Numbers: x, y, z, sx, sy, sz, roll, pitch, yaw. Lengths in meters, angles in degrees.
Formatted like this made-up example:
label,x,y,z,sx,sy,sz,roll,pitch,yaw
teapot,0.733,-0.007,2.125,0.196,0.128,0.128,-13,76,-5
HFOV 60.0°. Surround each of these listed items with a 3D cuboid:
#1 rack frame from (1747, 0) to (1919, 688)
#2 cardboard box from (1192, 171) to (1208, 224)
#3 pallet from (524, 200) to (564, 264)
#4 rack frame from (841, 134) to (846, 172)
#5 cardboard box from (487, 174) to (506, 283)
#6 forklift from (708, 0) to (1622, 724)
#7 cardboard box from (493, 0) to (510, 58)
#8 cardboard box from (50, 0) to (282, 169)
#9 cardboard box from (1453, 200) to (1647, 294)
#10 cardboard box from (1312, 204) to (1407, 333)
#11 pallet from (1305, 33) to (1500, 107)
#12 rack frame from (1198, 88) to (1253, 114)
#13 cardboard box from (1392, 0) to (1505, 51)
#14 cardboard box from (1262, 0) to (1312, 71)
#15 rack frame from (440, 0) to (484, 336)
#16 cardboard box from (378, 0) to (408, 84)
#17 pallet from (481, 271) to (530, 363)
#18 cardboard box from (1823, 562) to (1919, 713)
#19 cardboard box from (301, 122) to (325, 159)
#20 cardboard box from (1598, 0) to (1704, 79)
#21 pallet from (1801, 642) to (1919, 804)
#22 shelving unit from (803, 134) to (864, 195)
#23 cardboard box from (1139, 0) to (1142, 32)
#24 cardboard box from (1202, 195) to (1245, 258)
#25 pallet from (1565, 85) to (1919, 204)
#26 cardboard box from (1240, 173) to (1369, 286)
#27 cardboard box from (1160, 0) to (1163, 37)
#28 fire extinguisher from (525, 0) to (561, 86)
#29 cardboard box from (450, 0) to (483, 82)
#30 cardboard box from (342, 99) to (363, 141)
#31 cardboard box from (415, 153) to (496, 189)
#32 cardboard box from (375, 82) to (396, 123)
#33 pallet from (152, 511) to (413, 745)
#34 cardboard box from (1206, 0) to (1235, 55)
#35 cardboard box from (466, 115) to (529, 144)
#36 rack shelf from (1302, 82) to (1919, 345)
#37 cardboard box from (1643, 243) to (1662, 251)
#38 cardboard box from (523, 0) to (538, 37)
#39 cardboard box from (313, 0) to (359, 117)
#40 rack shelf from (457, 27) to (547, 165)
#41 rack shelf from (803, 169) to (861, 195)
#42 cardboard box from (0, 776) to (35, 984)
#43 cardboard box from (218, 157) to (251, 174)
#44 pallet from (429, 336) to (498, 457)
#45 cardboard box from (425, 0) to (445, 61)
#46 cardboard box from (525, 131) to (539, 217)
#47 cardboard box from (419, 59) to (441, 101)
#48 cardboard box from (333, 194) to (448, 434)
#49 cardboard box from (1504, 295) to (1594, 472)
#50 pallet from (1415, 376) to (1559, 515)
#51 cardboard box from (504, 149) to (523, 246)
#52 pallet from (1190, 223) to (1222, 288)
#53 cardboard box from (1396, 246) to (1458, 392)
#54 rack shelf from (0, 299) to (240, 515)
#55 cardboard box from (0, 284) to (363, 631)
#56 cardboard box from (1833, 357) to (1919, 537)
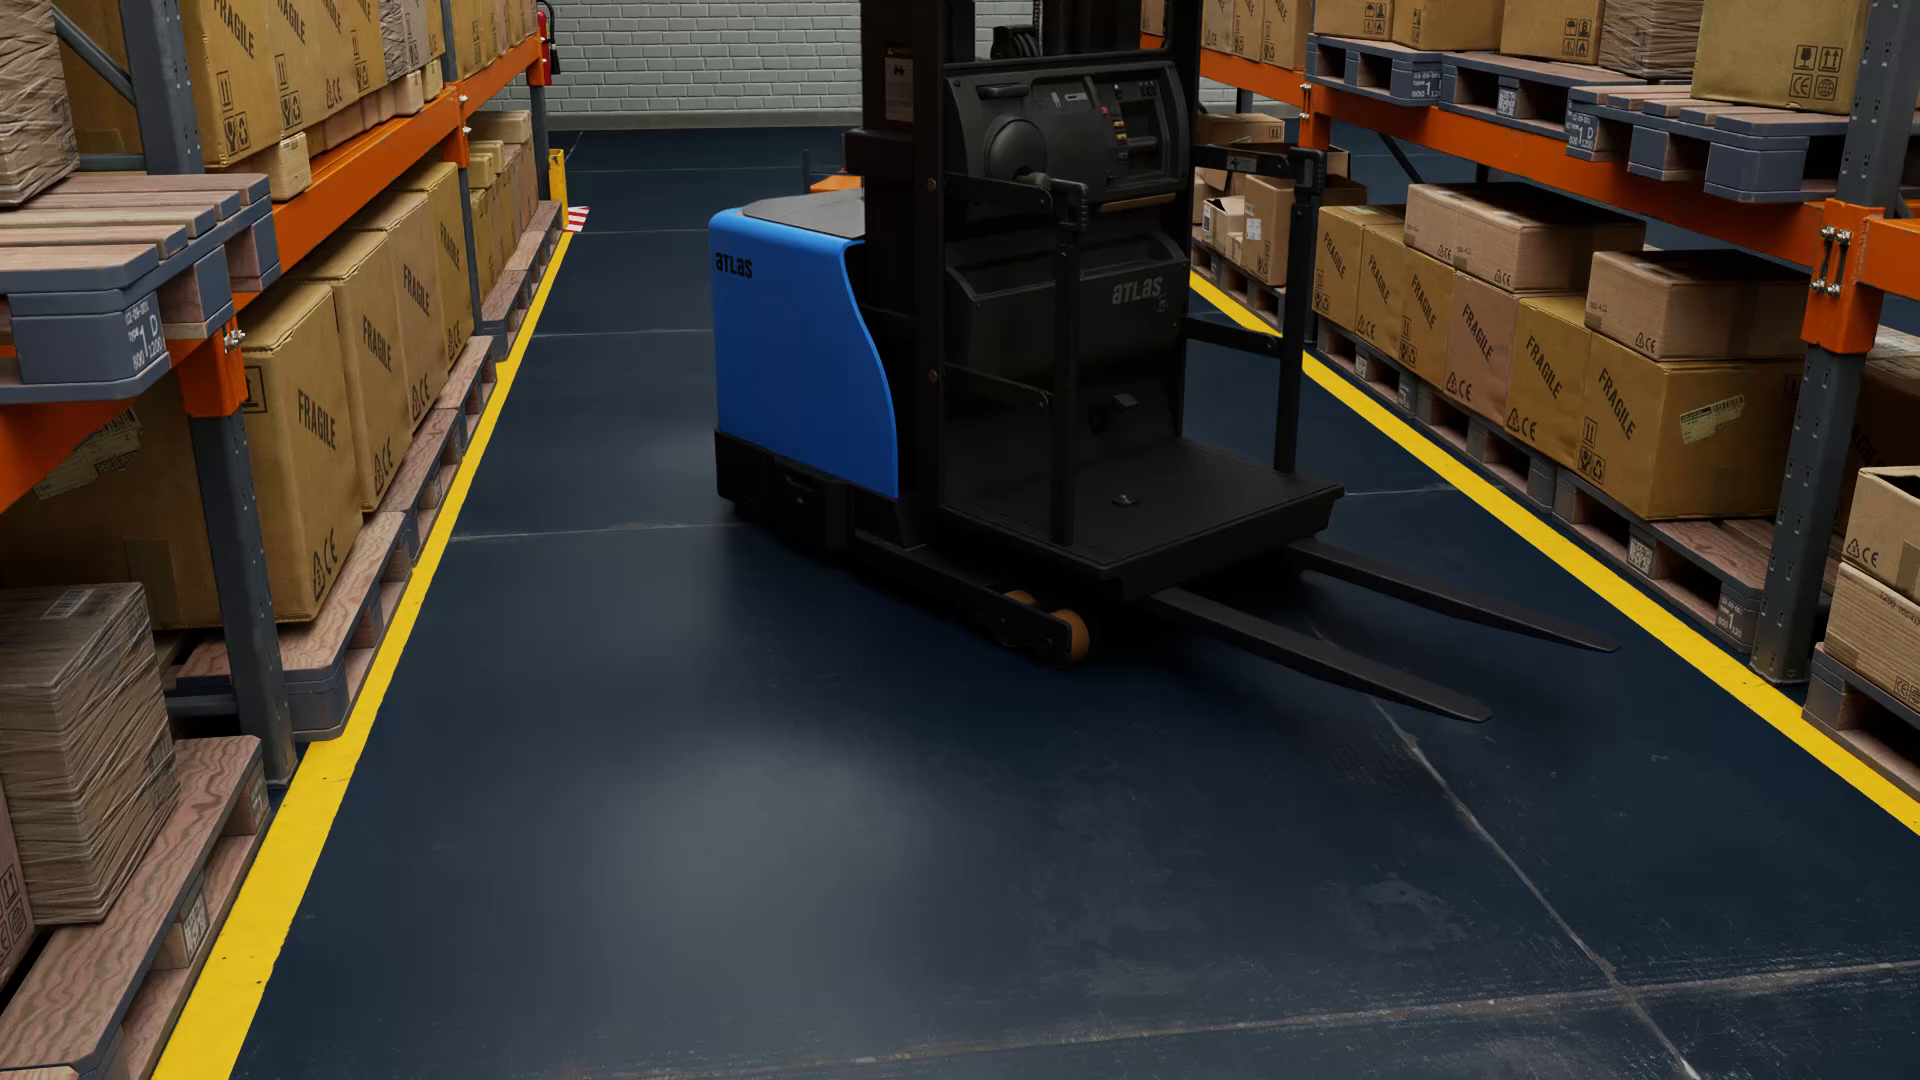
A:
label,x,y,z,sx,sy,sz,roll,pitch,yaw
rack frame,2.746,-1.042,4.219,1.000,3.000,0.127,-3,21,-8
cardboard box,1.535,-2.181,10.570,0.500,0.250,0.500,-3,21,-8
pallet,-3.116,-1.982,10.720,1.003,0.211,1.213,-3,21,-8
rack frame,-0.351,-1.037,6.779,0.240,1.200,0.015,5,21,12
cardboard box,-2.807,-1.640,8.792,0.700,0.500,0.500,-3,21,-8
forklift,0.479,-1.209,4.763,1.130,2.935,3.031,-17,26,-38
cardboard box,-3.008,-3.010,9.058,0.980,0.700,0.700,-4,21,-10
cardboard box,-1.972,-1.168,3.959,0.500,0.500,0.500,-2,21,-6
cardboard box,2.215,-1.114,6.283,0.500,0.250,0.500,-3,21,-9
cardboard box,1.998,-1.282,7.806,0.500,0.500,0.500,-4,21,-10
pallet,2.177,-2.055,7.205,1.003,0.211,1.213,-3,21,-8
rack frame,1.593,-3.812,11.635,1.000,3.000,0.127,-3,21,-8
cardboard box,2.178,-2.260,6.738,0.700,0.500,0.500,0,20,1
cardboard box,1.844,-2.634,8.339,0.500,0.500,0.500,-3,21,-7
rack frame,-2.732,-2.176,7.255,1.000,3.000,0.127,-3,21,-8
cardboard box,-2.269,-1.874,5.850,0.500,0.500,0.500,-3,21,-8
pallet,-2.764,-1.137,8.458,1.003,0.211,1.213,-3,21,-8
cardboard box,2.531,0.245,4.102,0.500,0.250,0.500,-3,21,-8
cardboard box,-2.187,-1.252,5.113,0.380,0.149,0.250,-3,21,-7
cardboard box,2.601,-1.824,5.571,0.700,0.500,0.500,1,20,2
pallet,2.826,0.551,3.939,1.003,0.211,1.213,-3,21,-8
shelving unit,-0.407,-0.954,6.556,0.258,1.200,0.503,5,21,12
cardboard box,1.396,-3.692,11.171,0.500,0.500,0.500,-2,21,-7
cardboard box,1.699,-1.816,9.506,0.500,0.311,0.500,-3,21,-8
pallet,2.579,-1.183,4.872,1.213,0.211,1.003,-3,21,-8
cardboard box,1.807,-1.645,8.778,0.500,0.500,0.500,-3,21,-8
cardboard box,1.545,-3.340,10.228,0.500,0.500,0.500,-3,21,-8
fire extinguisher,-2.874,-3.425,11.244,0.296,0.674,0.183,-3,21,-8
cardboard box,-2.794,-2.505,7.708,0.980,0.700,0.700,-3,21,-7
cardboard box,-2.236,-1.430,5.589,0.380,0.149,0.250,-2,21,-6
cardboard box,-2.607,-1.897,8.555,0.380,0.149,0.250,-2,21,-6
cardboard box,-2.285,-1.610,6.071,0.380,0.149,0.250,-3,21,-8
pallet,-2.194,0.238,4.776,1.003,0.211,1.213,-3,21,-8
cardboard box,1.692,-2.990,9.292,0.500,0.500,0.500,-2,21,-7
cardboard box,-2.872,-2.529,10.247,0.380,0.149,0.250,-2,21,-6
rack shelf,2.458,-1.398,6.199,1.077,0.370,4.000,-3,21,-8
cardboard box,2.659,-0.961,6.945,0.500,0.500,0.500,-3,21,-7
cardboard box,-3.225,-3.525,10.439,0.980,0.700,0.700,-2,21,-5
cardboard box,-2.109,-1.521,4.906,0.500,0.500,0.500,-3,21,-8
rack shelf,-3.020,-2.531,9.235,1.077,0.370,4.000,-3,21,-8
rack shelf,-0.407,-1.322,6.418,0.258,0.148,0.480,5,21,12
cardboard box,-2.041,0.605,2.754,0.700,0.500,0.500,-3,21,-8
cardboard box,-2.001,-0.896,4.159,0.380,0.149,0.250,-3,21,-7
pallet,-2.546,-0.606,7.038,1.003,0.211,1.213,-3,21,-8
cardboard box,-2.416,-2.224,6.788,0.500,0.500,0.500,-3,21,-9
cardboard box,-3.109,-2.349,10.692,0.700,0.500,0.500,-3,21,-8
cardboard box,-2.343,-1.879,6.790,0.380,0.149,0.250,-3,21,-7
cardboard box,-2.378,-0.840,6.149,0.750,0.750,0.750,-2,21,-6
cardboard box,2.305,-0.568,5.895,0.500,0.500,0.500,-4,21,-10
pallet,2.503,-0.418,6.533,1.003,0.211,1.213,-3,21,-8
cardboard box,-2.963,-2.002,9.762,0.700,0.500,0.500,-4,21,-10
pallet,1.892,-1.782,10.186,1.003,0.211,1.213,-3,21,-8
cardboard box,2.151,-0.925,6.849,0.500,0.500,0.500,-3,21,-7
rack shelf,-1.867,0.238,1.819,1.077,0.370,4.000,-3,21,-8
cardboard box,-2.131,-0.242,4.549,0.750,0.750,0.750,-3,21,-8
cardboard box,2.963,-0.249,5.040,0.500,0.500,0.500,-2,21,-5
